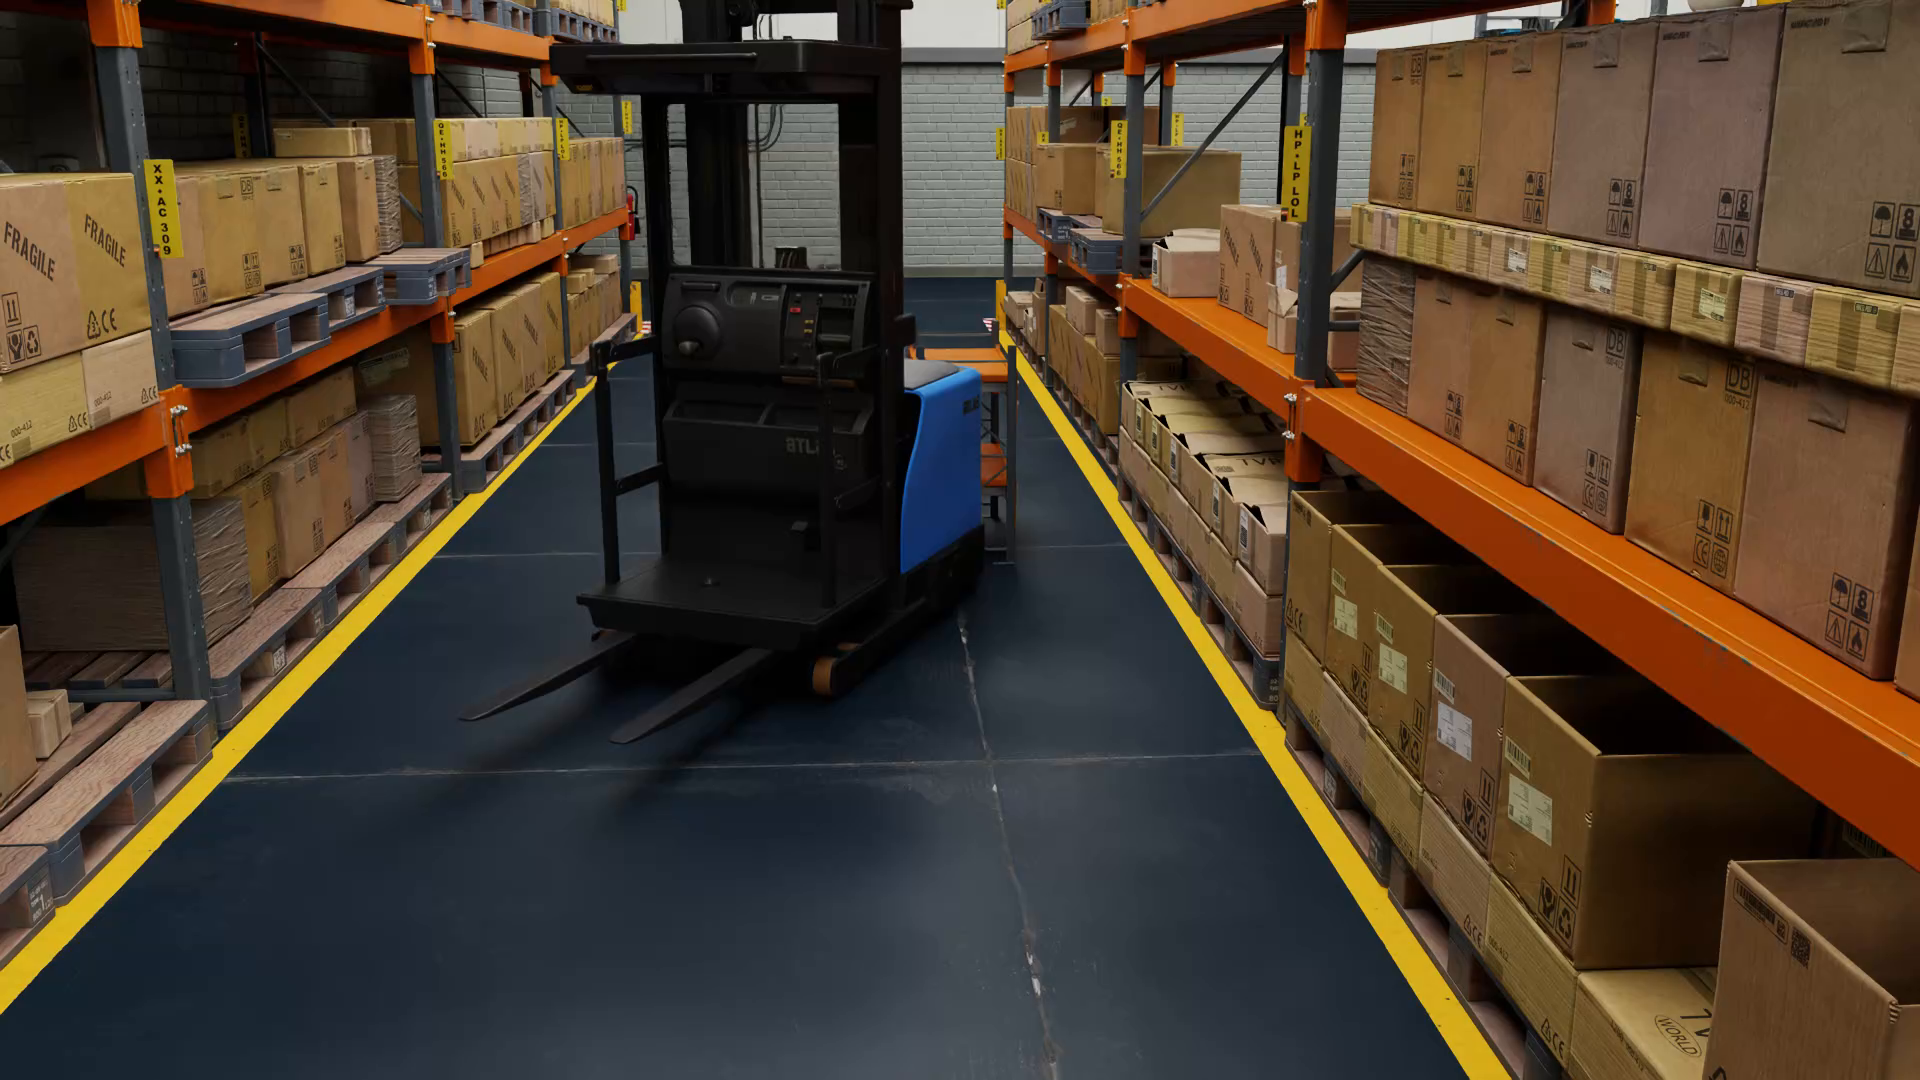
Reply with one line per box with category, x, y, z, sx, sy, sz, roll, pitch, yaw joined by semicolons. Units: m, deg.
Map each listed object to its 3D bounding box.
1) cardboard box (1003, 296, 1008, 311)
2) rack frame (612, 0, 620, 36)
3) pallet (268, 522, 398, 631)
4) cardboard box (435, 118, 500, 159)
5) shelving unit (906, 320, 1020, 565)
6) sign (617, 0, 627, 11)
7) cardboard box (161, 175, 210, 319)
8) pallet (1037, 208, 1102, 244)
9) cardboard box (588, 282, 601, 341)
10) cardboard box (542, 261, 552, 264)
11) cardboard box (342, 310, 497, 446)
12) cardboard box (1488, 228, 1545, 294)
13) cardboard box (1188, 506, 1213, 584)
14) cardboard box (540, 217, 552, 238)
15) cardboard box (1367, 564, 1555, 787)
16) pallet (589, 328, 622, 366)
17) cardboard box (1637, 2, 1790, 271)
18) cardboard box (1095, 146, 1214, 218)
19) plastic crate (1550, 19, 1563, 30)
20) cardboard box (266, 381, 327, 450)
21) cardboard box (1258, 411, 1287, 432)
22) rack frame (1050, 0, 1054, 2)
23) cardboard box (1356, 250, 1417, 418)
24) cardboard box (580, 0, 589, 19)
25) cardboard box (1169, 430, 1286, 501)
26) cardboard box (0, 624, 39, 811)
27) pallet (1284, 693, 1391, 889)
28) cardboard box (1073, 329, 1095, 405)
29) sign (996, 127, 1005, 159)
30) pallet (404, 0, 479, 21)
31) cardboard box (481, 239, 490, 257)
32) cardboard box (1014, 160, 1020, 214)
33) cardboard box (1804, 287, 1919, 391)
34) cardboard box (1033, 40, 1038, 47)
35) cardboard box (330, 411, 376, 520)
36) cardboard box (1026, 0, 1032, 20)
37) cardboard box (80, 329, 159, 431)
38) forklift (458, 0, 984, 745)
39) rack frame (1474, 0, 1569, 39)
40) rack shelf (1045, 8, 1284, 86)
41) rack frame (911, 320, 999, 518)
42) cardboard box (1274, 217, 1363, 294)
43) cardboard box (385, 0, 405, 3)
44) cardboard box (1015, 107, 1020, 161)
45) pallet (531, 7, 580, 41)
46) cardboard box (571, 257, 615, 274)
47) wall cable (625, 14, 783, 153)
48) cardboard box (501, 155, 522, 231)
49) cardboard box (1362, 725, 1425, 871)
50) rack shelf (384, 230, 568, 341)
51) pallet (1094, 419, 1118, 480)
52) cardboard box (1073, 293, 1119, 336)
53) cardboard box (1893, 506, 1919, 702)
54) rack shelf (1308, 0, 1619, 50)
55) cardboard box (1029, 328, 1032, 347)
cardboard box;0.655;-2.471;17.447;0.380;0.149;0.250;-1;14;-3
rack frame;-3.972;-6.576;16.524;1.000;3.000;0.127;-1;14;-3
pallet;-3.357;0.167;7.954;1.003;0.211;1.213;-1;14;-3
cardboard box;-3.316;-2.621;10.850;0.500;0.250;0.500;-1;14;-3
shelving unit;0.000;-0.546;8.893;0.538;1.125;1.048;-1;14;-3
sign;-3.430;-5.518;16.816;0.100;0.325;0.005;-1;14;-3
cardboard box;-3.226;-1.074;6.099;0.700;0.500;0.500;-1;14;-3
pallet;1.160;-2.459;12.951;1.003;0.211;1.213;-1;14;-3
cardboard box;-3.726;-2.108;15.375;0.700;0.500;0.500;-1;14;-2
cardboard box;-3.973;-2.581;15.910;0.380;0.149;0.250;-1;14;-3
cardboard box;-3.391;-1.028;10.473;0.750;0.750;0.750;-1;14;-4
cardboard box;1.622;-0.735;4.363;0.380;0.149;0.250;-1;14;-5
cardboard box;1.338;0.013;7.630;0.500;0.250;0.500;-1;14;-2
cardboard box;-3.382;-2.421;12.881;0.380;0.149;0.250;-1;14;-2
cardboard box;1.494;0.371;4.736;0.500;0.500;0.500;-1;14;-3
pallet;-3.772;-1.819;15.674;1.003;0.211;1.213;-1;14;-3
cardboard box;1.874;-0.831;3.431;0.700;0.500;0.500;-1;14;-3
cardboard box;1.391;-2.566;11.937;0.700;0.500;0.500;-5;15;-18
plastic crate;5.745;-4.662;15.346;0.437;0.282;0.530;-1;14;-3
cardboard box;-3.370;-0.597;7.957;0.500;0.250;0.500;-1;14;-4
cardboard box;1.813;-0.520;8.578;0.500;0.311;0.500;-1;14;-4
rack frame;1.220;-5.658;12.958;1.000;3.000;0.127;-1;14;-3
cardboard box;1.749;-0.701;5.532;0.700;0.500;0.500;-1;14;-5
cardboard box;-3.561;-4.738;14.657;0.500;0.250;0.500;-1;14;-5
cardboard box;1.309;-0.381;8.038;0.500;0.311;0.500;-1;14;-4
cardboard box;-3.125;0.569;4.928;0.500;0.500;0.500;-2;15;-8
pallet;1.723;0.786;5.549;1.003;0.211;1.213;-1;14;-3
cardboard box;1.105;-1.249;11.993;0.500;0.500;0.500;-1;14;-6
sign;0.430;-4.158;17.431;0.100;0.325;0.005;-1;14;-3
pallet;-3.569;-3.201;9.807;1.213;0.211;1.003;0;14;-1
cardboard box;-3.373;-1.974;11.141;0.380;0.149;0.250;-1;14;-3
cardboard box;0.802;-3.428;16.131;0.500;0.500;0.500;-1;14;-4
cardboard box;1.716;-0.352;2.871;0.380;0.149;0.250;-1;14;-4
cardboard box;0.904;-4.374;14.288;0.500;0.250;0.500;-1;14;-3
cardboard box;-3.464;-0.375;8.597;0.700;0.500;0.500;-1;14;-4
cardboard box;0.862;-4.740;14.709;0.500;0.250;0.500;-1;14;-3
cardboard box;-2.897;-0.510;5.248;0.500;0.250;0.500;-1;14;-3
forklift;-0.883;-0.911;6.685;1.130;2.935;3.031;5;15;20
rack frame;5.916;-6.728;17.118;1.000;3.000;0.127;-1;14;-3
rack shelf;1.343;-3.360;11.488;1.077;0.370;4.000;-1;14;-3
rack frame;-0.032;-0.673;9.384;0.500;1.125;0.032;-1;14;-3
cardboard box;1.651;-1.134;7.213;0.500;0.500;0.500;0;14;1
cardboard box;-3.162;-2.925;8.493;0.500;0.311;0.500;-1;14;-3
cardboard box;0.802;-3.911;16.001;0.500;0.500;0.500;-1;14;-3
pallet;-3.765;-4.289;13.833;1.003;0.211;1.213;-1;14;-3
cardboard box;-3.623;-2.712;16.419;0.380;0.149;0.250;0;14;-2
wall cable;-3.966;-6.484;22.399;3.097;2.526;0.112;-1;14;-3
cardboard box;-3.344;-2.391;11.461;0.500;0.500;0.500;0;14;-2
cardboard box;1.493;0.734;4.829;0.500;0.250;0.500;-1;14;-3
rack shelf;-3.600;-1.830;11.561;1.077;0.370;4.000;-1;14;-3
pallet;1.459;-0.594;10.911;1.003;0.211;1.213;-1;14;-3
cardboard box;1.100;-1.621;11.935;0.500;0.250;0.500;-1;14;-4
cardboard box;1.947;0.067;2.546;0.700;0.500;0.500;-1;14;-3
rack shelf;1.839;-1.370;3.755;1.077;0.370;4.000;-1;14;-3
cardboard box;0.818;-1.815;14.899;0.380;0.149;0.250;-1;14;-3
